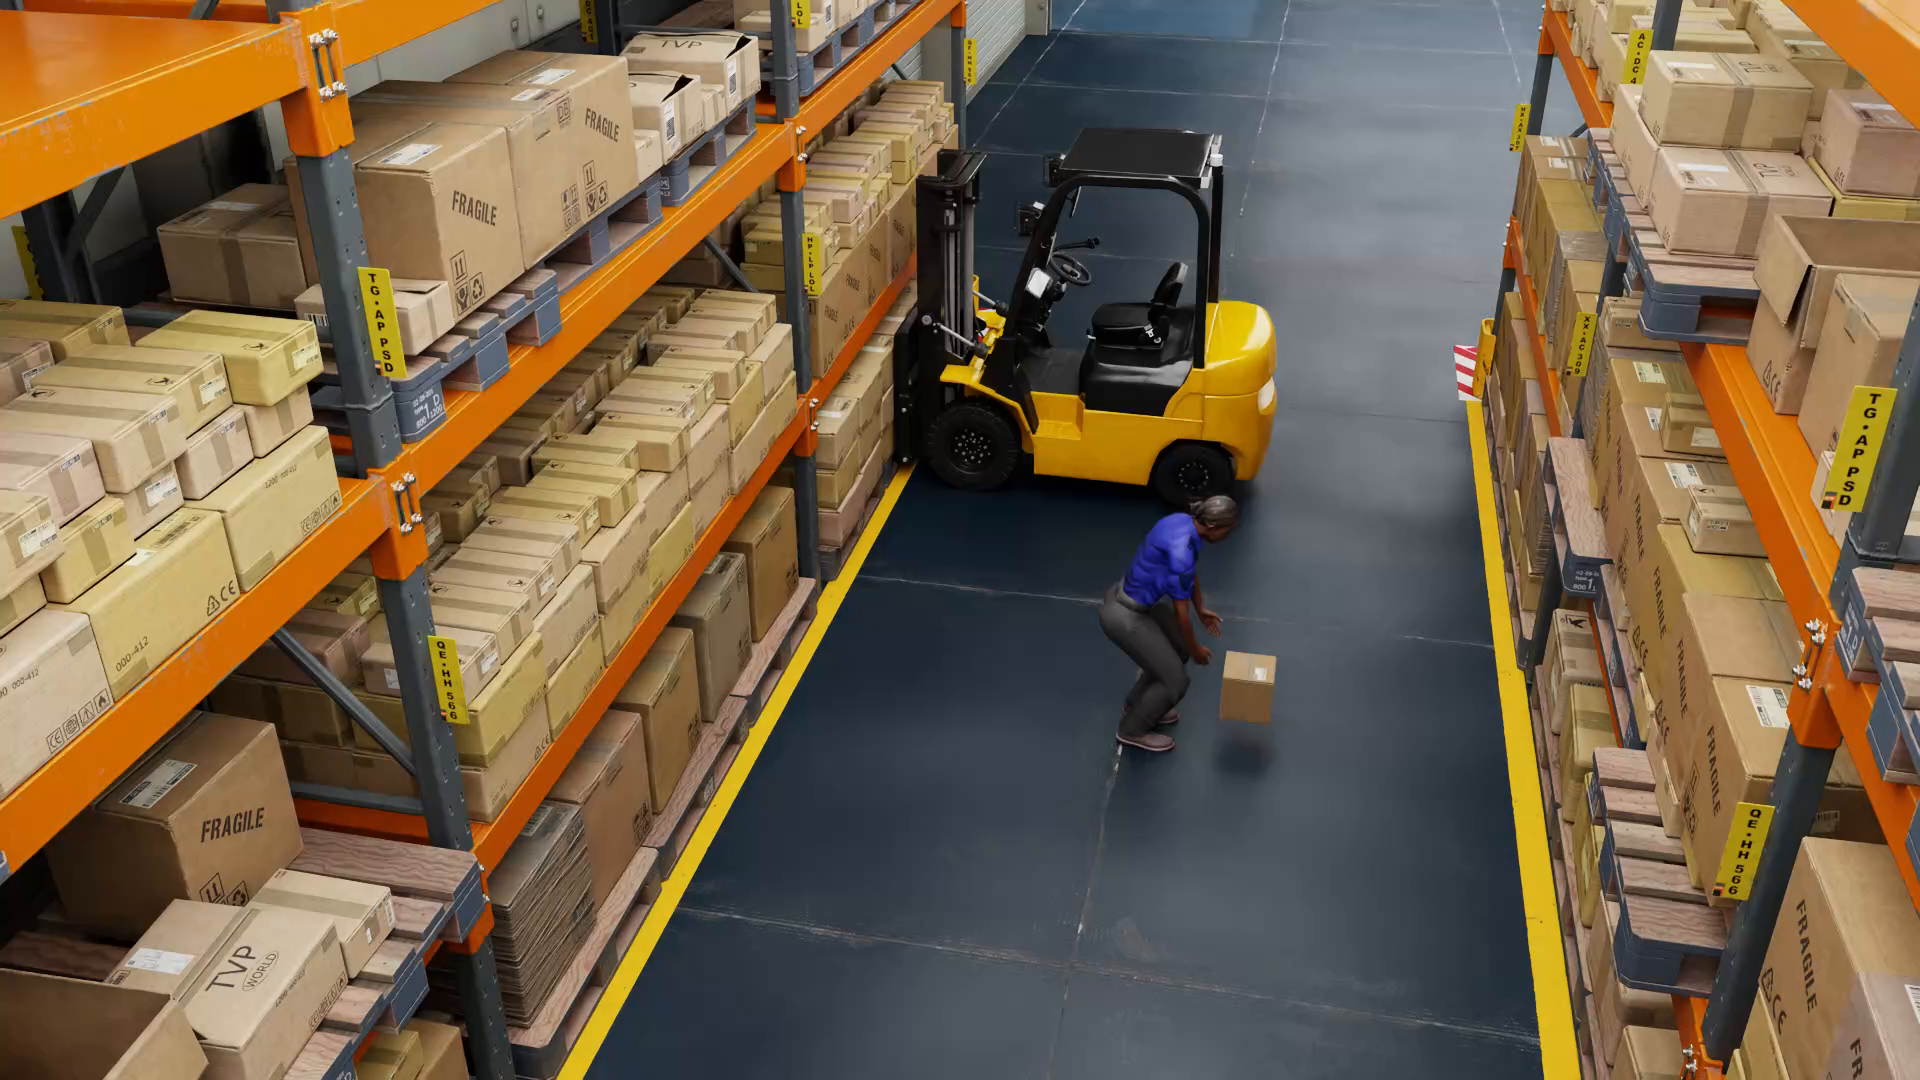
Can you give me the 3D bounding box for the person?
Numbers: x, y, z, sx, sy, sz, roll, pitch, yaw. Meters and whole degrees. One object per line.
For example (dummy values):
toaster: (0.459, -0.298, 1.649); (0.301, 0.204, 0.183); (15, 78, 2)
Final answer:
person: (1.018, 0.374, 8.256); (0.635, 1.363, 0.496); (6, 30, 11)
